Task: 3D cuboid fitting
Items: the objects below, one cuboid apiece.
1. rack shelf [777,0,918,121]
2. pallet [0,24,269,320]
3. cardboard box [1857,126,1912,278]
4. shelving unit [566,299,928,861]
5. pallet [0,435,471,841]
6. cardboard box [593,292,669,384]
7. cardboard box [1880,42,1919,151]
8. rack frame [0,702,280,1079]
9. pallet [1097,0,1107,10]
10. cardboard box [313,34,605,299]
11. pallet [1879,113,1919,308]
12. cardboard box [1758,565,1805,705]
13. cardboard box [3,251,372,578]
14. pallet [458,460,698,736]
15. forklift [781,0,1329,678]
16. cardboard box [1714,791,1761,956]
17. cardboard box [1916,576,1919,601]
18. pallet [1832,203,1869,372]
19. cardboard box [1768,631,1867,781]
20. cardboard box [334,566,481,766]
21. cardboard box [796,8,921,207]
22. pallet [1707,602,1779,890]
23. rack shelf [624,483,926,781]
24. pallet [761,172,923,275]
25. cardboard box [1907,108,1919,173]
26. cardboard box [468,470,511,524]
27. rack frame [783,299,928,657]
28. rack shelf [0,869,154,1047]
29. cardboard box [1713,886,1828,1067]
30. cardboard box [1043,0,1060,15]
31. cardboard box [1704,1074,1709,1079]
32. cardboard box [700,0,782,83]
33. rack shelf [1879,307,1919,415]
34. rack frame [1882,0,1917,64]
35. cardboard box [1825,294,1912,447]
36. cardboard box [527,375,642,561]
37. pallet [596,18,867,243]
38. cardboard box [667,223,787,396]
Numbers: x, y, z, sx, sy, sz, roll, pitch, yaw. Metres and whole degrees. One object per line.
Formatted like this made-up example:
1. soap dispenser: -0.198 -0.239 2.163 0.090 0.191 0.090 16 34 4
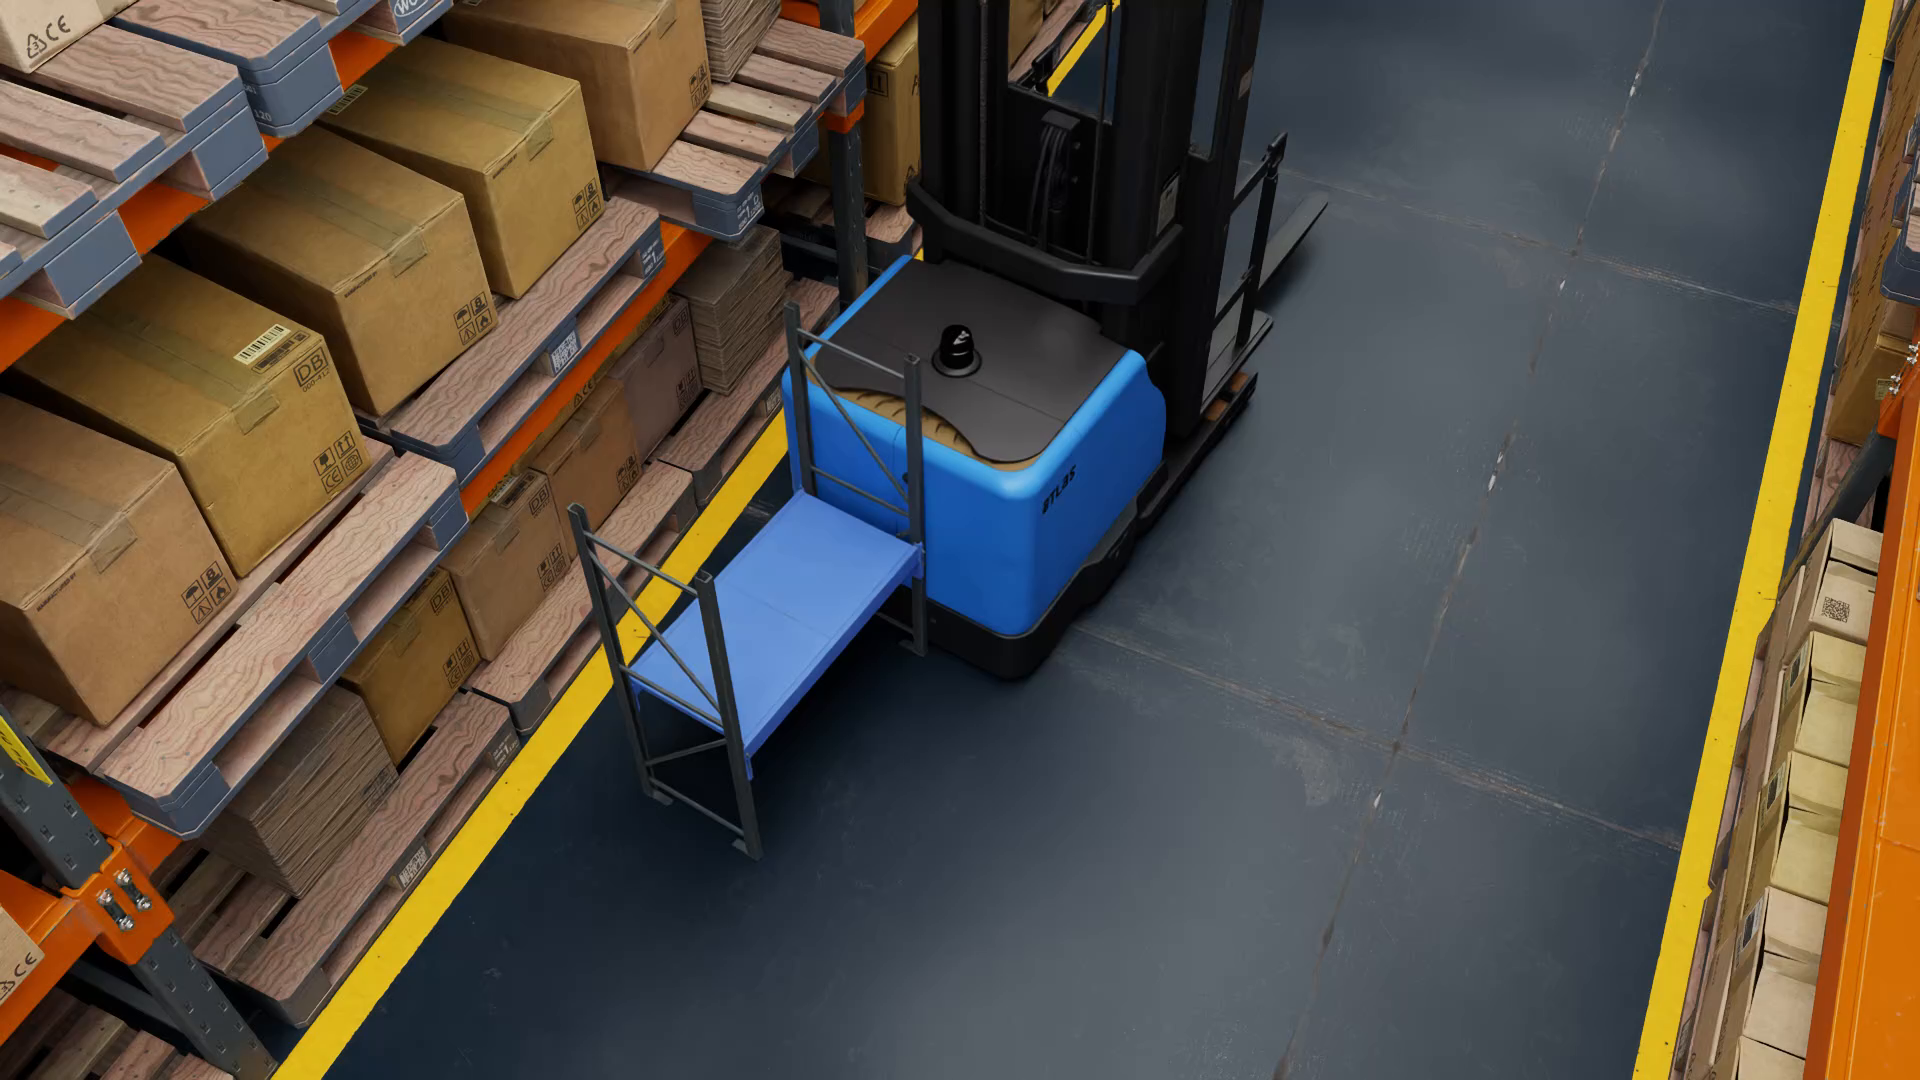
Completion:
1. rack shelf: -0.032 -3.356 7.924 1.077 0.370 4.000 20 52 16
2. pallet: -2.235 -0.759 3.395 1.213 0.211 1.003 20 52 16
3. cardboard box: 4.221 -1.375 7.118 0.500 0.500 0.500 18 52 15
4. shelving unit: -0.613 0.165 5.440 0.538 1.500 1.048 26 54 21
5. pallet: -2.137 0.126 4.615 1.003 0.211 1.213 20 52 16
6. cardboard box: -1.447 -0.903 6.224 0.500 0.250 0.500 21 53 17
7. cardboard box: 4.658 -2.065 7.705 0.500 0.500 0.500 20 53 17
8. rack frame: -2.595 0.542 4.134 1.000 3.000 0.127 20 52 16
9. pallet: 0.561 -3.507 9.411 1.003 0.211 1.213 20 52 16
10. cardboard box: -1.590 -1.195 5.258 0.700 0.500 0.500 20 52 16
11. pallet: 3.820 -1.030 5.598 1.213 0.211 1.003 20 52 16
12. cardboard box: 3.105 0.417 5.770 0.500 0.250 0.500 20 52 16
13. cardboard box: -2.102 -0.354 4.543 0.700 0.500 0.500 25 54 20
14. pallet: -1.744 0.066 6.370 1.003 0.211 1.213 20 52 16
15. forklift: 0.592 -1.556 5.964 1.130 2.935 3.031 26 54 21
16. cardboard box: 2.674 1.124 5.169 0.500 0.250 0.500 19 52 15
17. cardboard box: 3.037 -0.021 4.672 0.500 0.311 0.500 19 52 16
18. pallet: 4.470 -1.038 7.310 1.003 0.211 1.213 20 52 16
19. cardboard box: 2.888 0.600 5.247 0.500 0.311 0.500 19 52 15
20. cardboard box: -2.121 0.325 5.671 0.700 0.500 0.500 19 52 15
21. cardboard box: -0.454 -2.115 7.531 0.750 0.750 0.750 19 52 16
22. pallet: 3.207 0.855 5.699 1.003 0.211 1.213 20 52 16
23. rack shelf: -0.613 0.281 5.577 0.538 0.185 1.000 26 54 21
24. pallet: -0.482 -1.827 7.981 1.003 0.211 1.213 20 52 16
25. cardboard box: 4.235 -1.645 6.855 0.500 0.250 0.500 19 52 15
26. cardboard box: -1.892 -0.209 5.634 0.500 0.250 0.500 18 52 15
27. rack frame: -0.338 -0.161 5.717 0.500 1.500 0.032 26 54 21
28. rack shelf: -3.450 2.153 3.236 1.077 0.370 4.000 20 52 16
29. cardboard box: 2.449 1.305 4.647 0.500 0.311 0.500 19 52 16
30. cardboard box: 0.285 -3.303 8.542 0.750 0.750 0.750 21 53 17
31. cardboard box: 2.236 1.826 4.571 0.500 0.250 0.500 21 53 17
32. cardboard box: -1.078 -2.060 5.994 0.700 0.500 0.500 14 51 12
33. rack shelf: 4.448 -1.747 6.554 1.077 0.370 4.000 20 52 16
34. rack frame: 5.303 -3.357 7.452 1.000 3.000 0.127 20 52 16
35. cardboard box: 3.781 -0.656 6.506 0.500 0.500 0.500 22 53 17
36. cardboard box: -1.659 -0.364 6.257 0.700 0.500 0.500 20 52 16
37. pallet: -1.095 -1.625 6.104 1.213 0.211 1.003 20 52 16
38. cardboard box: -1.147 -1.032 6.826 0.700 0.500 0.500 20 53 17
